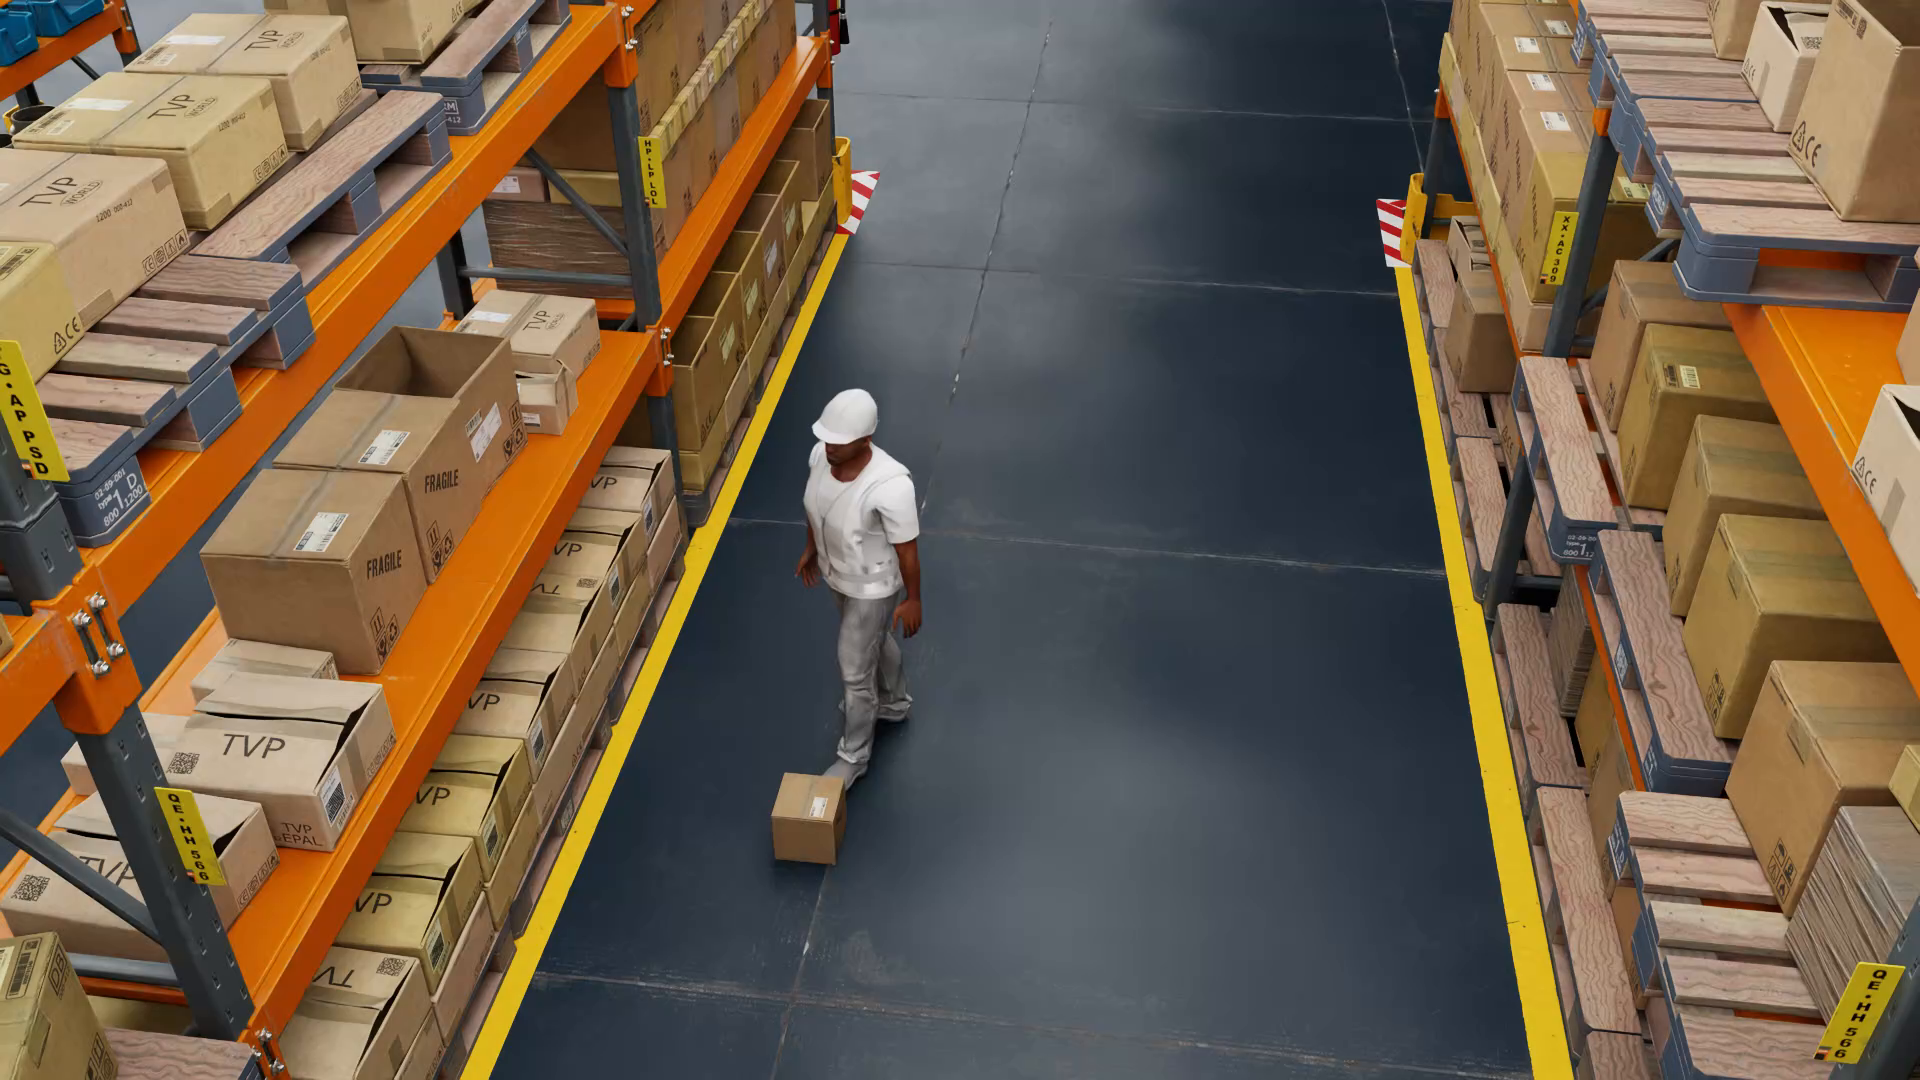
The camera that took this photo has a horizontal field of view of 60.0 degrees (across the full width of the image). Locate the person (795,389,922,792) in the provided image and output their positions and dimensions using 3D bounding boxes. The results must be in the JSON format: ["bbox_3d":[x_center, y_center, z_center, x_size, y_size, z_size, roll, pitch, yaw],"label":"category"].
[{"bbox_3d":[-0.481,0.168,6.775,0.626,1.757,0.601,-22,41,-27],"label":"person"}]
